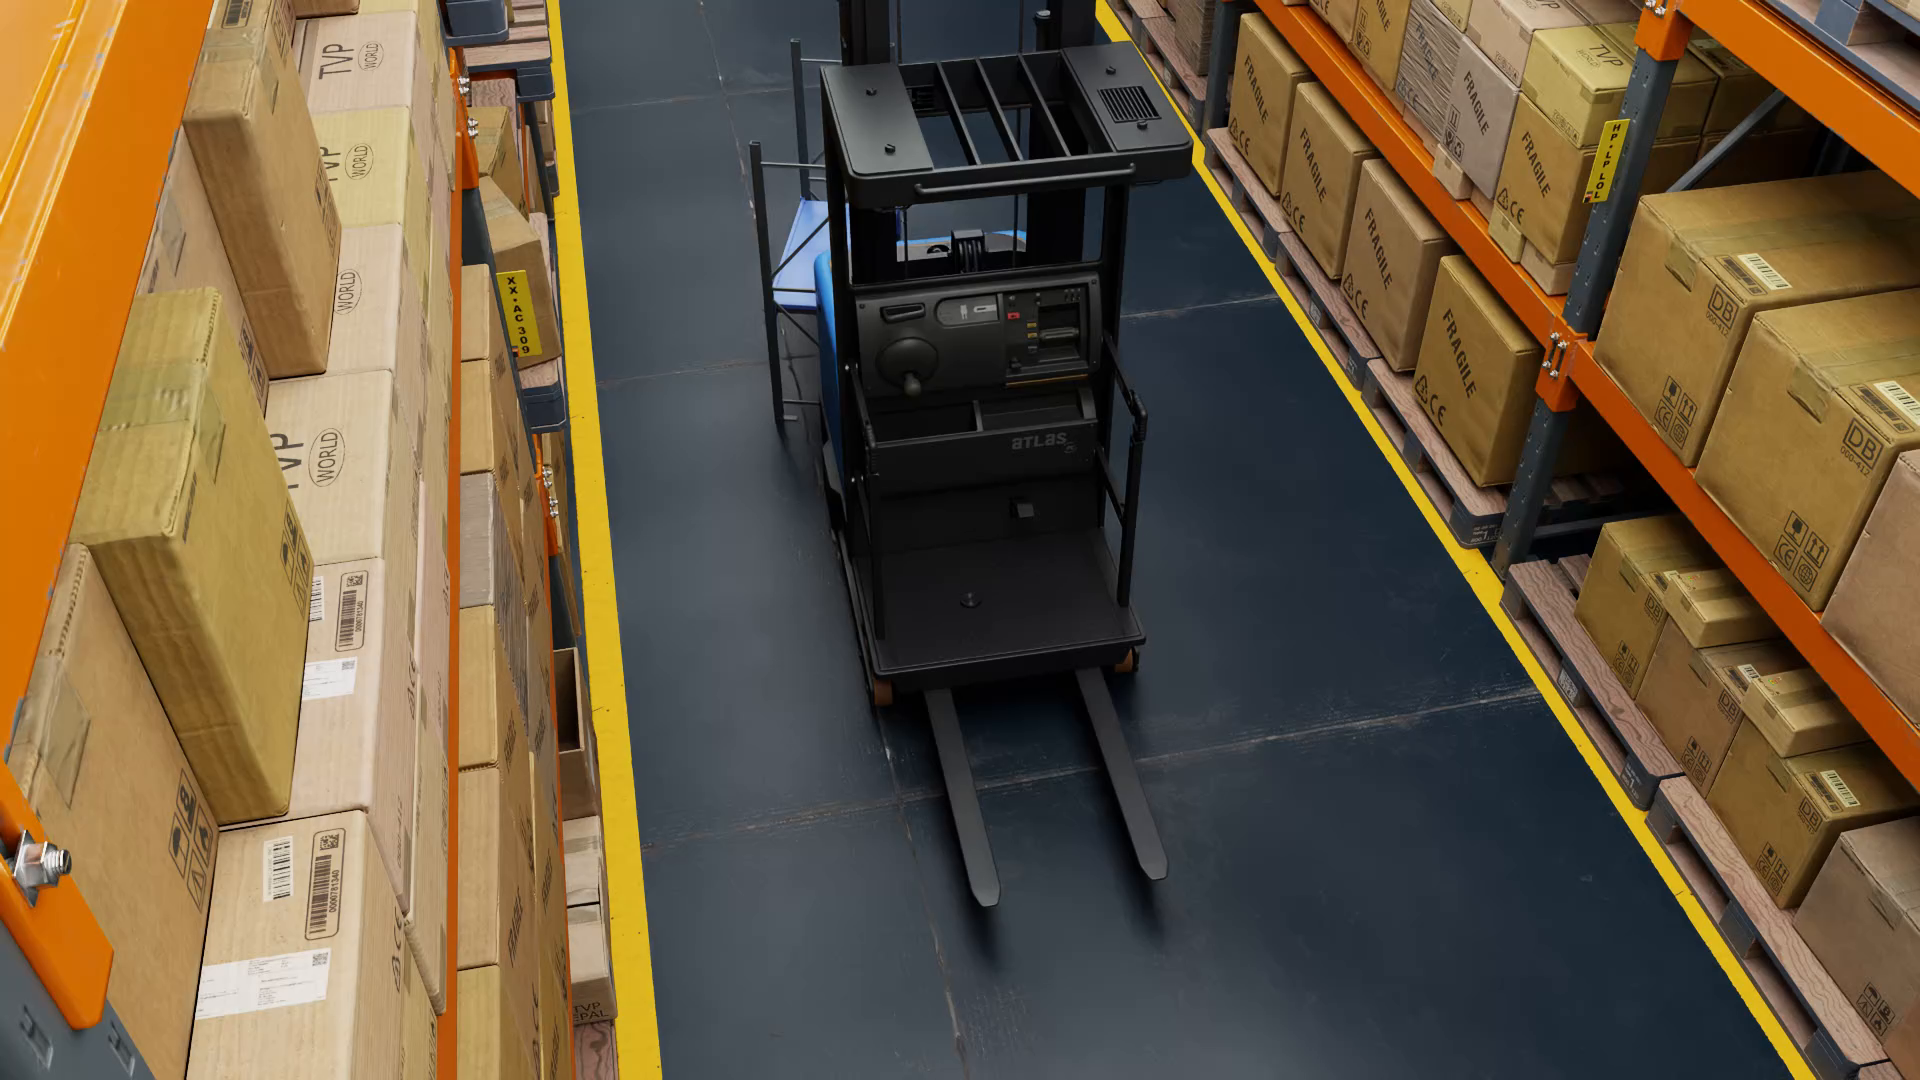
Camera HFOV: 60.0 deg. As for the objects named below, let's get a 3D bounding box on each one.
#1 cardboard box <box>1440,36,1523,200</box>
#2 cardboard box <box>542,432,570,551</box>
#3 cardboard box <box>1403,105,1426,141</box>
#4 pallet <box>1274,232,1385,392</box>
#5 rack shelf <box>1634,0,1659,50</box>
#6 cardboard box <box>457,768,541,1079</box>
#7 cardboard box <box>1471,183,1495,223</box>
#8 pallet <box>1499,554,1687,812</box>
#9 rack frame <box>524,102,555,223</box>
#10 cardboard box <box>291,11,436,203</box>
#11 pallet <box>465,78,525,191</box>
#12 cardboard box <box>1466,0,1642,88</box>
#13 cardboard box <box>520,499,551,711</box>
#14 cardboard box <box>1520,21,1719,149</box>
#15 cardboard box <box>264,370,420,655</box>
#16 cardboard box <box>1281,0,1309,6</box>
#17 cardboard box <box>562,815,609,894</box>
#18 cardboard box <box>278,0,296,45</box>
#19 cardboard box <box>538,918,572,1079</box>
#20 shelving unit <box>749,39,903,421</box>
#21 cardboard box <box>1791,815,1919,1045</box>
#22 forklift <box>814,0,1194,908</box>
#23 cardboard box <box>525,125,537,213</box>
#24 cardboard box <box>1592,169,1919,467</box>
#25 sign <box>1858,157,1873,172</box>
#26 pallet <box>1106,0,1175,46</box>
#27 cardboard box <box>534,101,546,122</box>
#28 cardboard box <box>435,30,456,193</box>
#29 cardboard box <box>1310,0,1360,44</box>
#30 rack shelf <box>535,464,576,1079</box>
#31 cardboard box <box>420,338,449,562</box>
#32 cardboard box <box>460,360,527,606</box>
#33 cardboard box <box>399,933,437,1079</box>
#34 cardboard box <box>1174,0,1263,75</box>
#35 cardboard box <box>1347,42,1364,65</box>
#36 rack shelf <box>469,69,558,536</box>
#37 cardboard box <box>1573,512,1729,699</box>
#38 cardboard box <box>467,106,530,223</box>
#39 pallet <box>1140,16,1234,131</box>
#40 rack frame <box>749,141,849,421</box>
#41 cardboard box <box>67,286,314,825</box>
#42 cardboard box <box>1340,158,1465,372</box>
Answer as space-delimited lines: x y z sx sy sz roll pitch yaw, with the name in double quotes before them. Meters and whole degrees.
"cardboard box" 2.395 -1.793 6.977 0.500 0.500 0.500 -8 42 -9
"cardboard box" -1.968 -0.254 7.110 0.500 0.500 0.500 -8 42 -9
"cardboard box" 2.280 -1.966 7.661 0.380 0.149 0.250 -9 42 -10
"pallet" 2.354 -1.283 8.818 1.003 0.211 1.213 -8 42 -9
"rack shelf" 2.429 -3.193 7.152 1.077 0.370 4.000 -8 42 -9
"cardboard box" -1.174 0.861 3.474 0.500 0.500 0.500 -8 42 -9
"cardboard box" 2.422 -1.471 7.103 0.380 0.149 0.250 -7 42 -8
"pallet" 2.948 0.503 6.806 1.003 0.211 1.213 -8 42 -9
"rack frame" -2.839 -2.925 8.567 1.000 3.000 0.127 -8 42 -9
"cardboard box" -1.501 -0.984 3.857 0.500 0.250 0.500 -8 42 -9
"pallet" -2.415 -1.593 7.212 1.003 0.211 1.213 -8 42 -9
"cardboard box" 2.409 -2.080 6.736 0.500 0.250 0.500 -7 42 -8
"cardboard box" -1.505 0.252 4.913 0.500 0.500 0.500 -7 42 -8
"cardboard box" 2.510 -1.747 6.361 0.500 0.250 0.500 -7 42 -8
"cardboard box" -1.184 -0.011 2.761 0.500 0.250 0.500 -8 42 -9
"cardboard box" 1.863 -2.955 8.775 0.380 0.149 0.250 -7 42 -8
"cardboard box" -1.436 1.133 5.812 0.380 0.149 0.250 -8 42 -9
"cardboard box" -1.864 -1.211 3.548 0.700 0.500 0.500 -8 42 -9
"cardboard box" -1.173 1.239 3.802 0.500 0.500 0.500 -8 42 -9
"shelving unit" -0.613 -1.484 8.073 0.538 1.500 1.048 4 42 4
"cardboard box" 3.258 1.237 5.446 0.700 0.500 0.500 -10 42 -11
"forklift" 0.118 -0.685 6.096 1.130 2.935 3.031 -7 42 -8
"cardboard box" -2.392 -1.827 8.317 0.500 0.250 0.500 -7 42 -8
"cardboard box" 2.962 -0.803 5.950 0.980 0.700 0.700 -8 42 -9
"sign" 3.402 -1.478 6.226 0.100 0.325 0.005 -8 42 -9
"pallet" 1.570 -3.890 11.755 1.003 0.211 1.213 -8 42 -9
"cardboard box" -2.665 -2.645 9.584 0.500 0.311 0.500 -7 42 -8
"cardboard box" -1.611 -1.121 4.388 0.500 0.250 0.500 -8 42 -9
"cardboard box" 2.062 -2.779 8.089 0.500 0.500 0.500 -9 42 -9
"rack shelf" -1.544 1.233 4.425 1.077 0.370 4.000 -8 42 -9
"cardboard box" -1.294 -0.147 3.292 0.500 0.250 0.500 -8 42 -9
"cardboard box" -1.500 -0.121 4.580 0.500 0.500 0.500 -9 42 -10
"cardboard box" -0.975 0.826 2.196 0.500 0.250 0.500 -8 42 -9
"cardboard box" 1.791 -3.326 10.571 0.700 0.500 0.500 -8 42 -9
"cardboard box" 2.147 -2.474 8.234 0.380 0.149 0.250 -8 42 -9
"rack shelf" -2.407 -1.359 7.346 1.077 0.370 4.000 -8 42 -9
"cardboard box" 2.922 0.233 6.576 0.700 0.500 0.500 -8 42 -9
"cardboard box" -2.070 -1.302 6.348 0.700 0.500 0.500 -2 42 -2
"pallet" 1.830 -3.101 10.866 1.003 0.211 1.213 -8 42 -9
"rack frame" -0.663 -1.148 7.695 0.500 1.500 0.032 4 42 4
"cardboard box" -1.264 0.061 2.116 0.700 0.500 0.500 -8 42 -9
"cardboard box" 2.399 -1.376 8.125 0.750 0.750 0.750 -7 42 -8
